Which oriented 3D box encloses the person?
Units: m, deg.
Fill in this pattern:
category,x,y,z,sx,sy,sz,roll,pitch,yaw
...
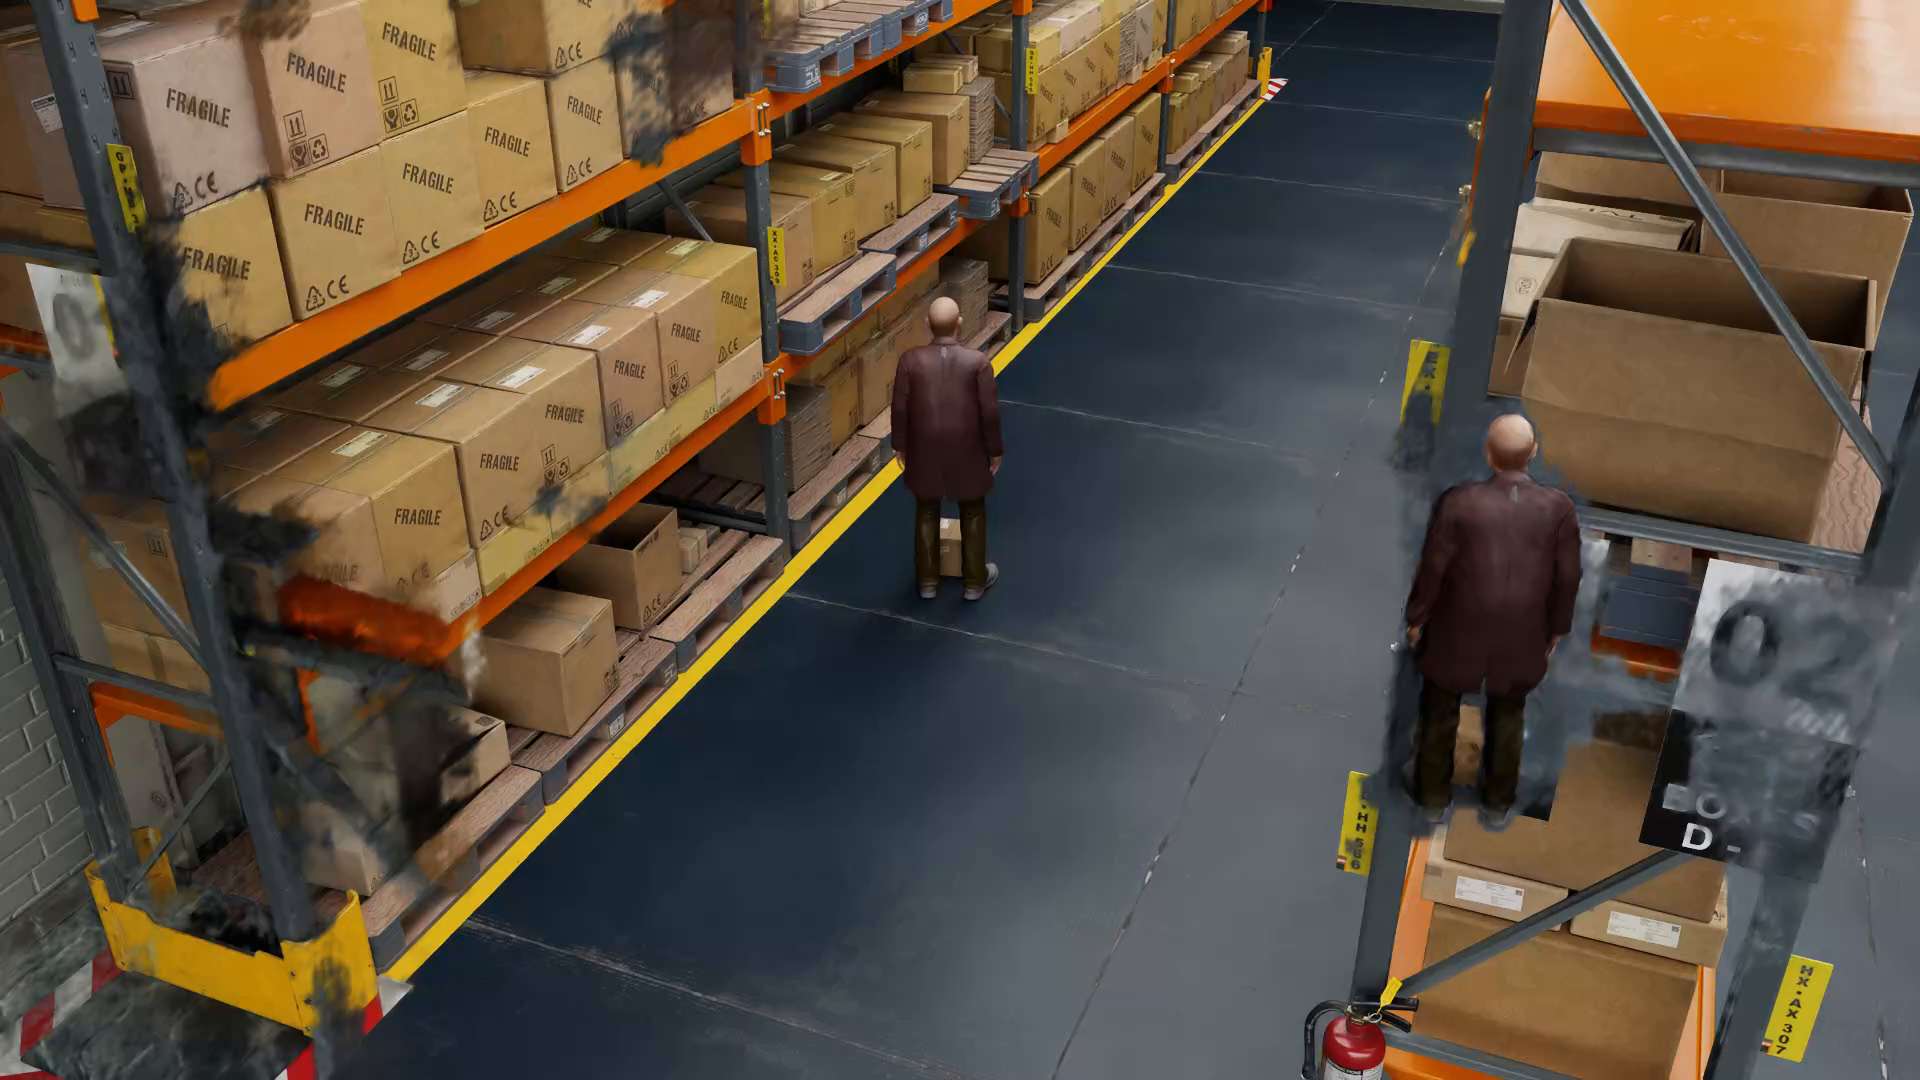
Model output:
category,x,y,z,sx,sy,sz,roll,pitch,yaw
person,-0.070,-0.498,9.311,0.641,1.773,0.428,4,29,7
